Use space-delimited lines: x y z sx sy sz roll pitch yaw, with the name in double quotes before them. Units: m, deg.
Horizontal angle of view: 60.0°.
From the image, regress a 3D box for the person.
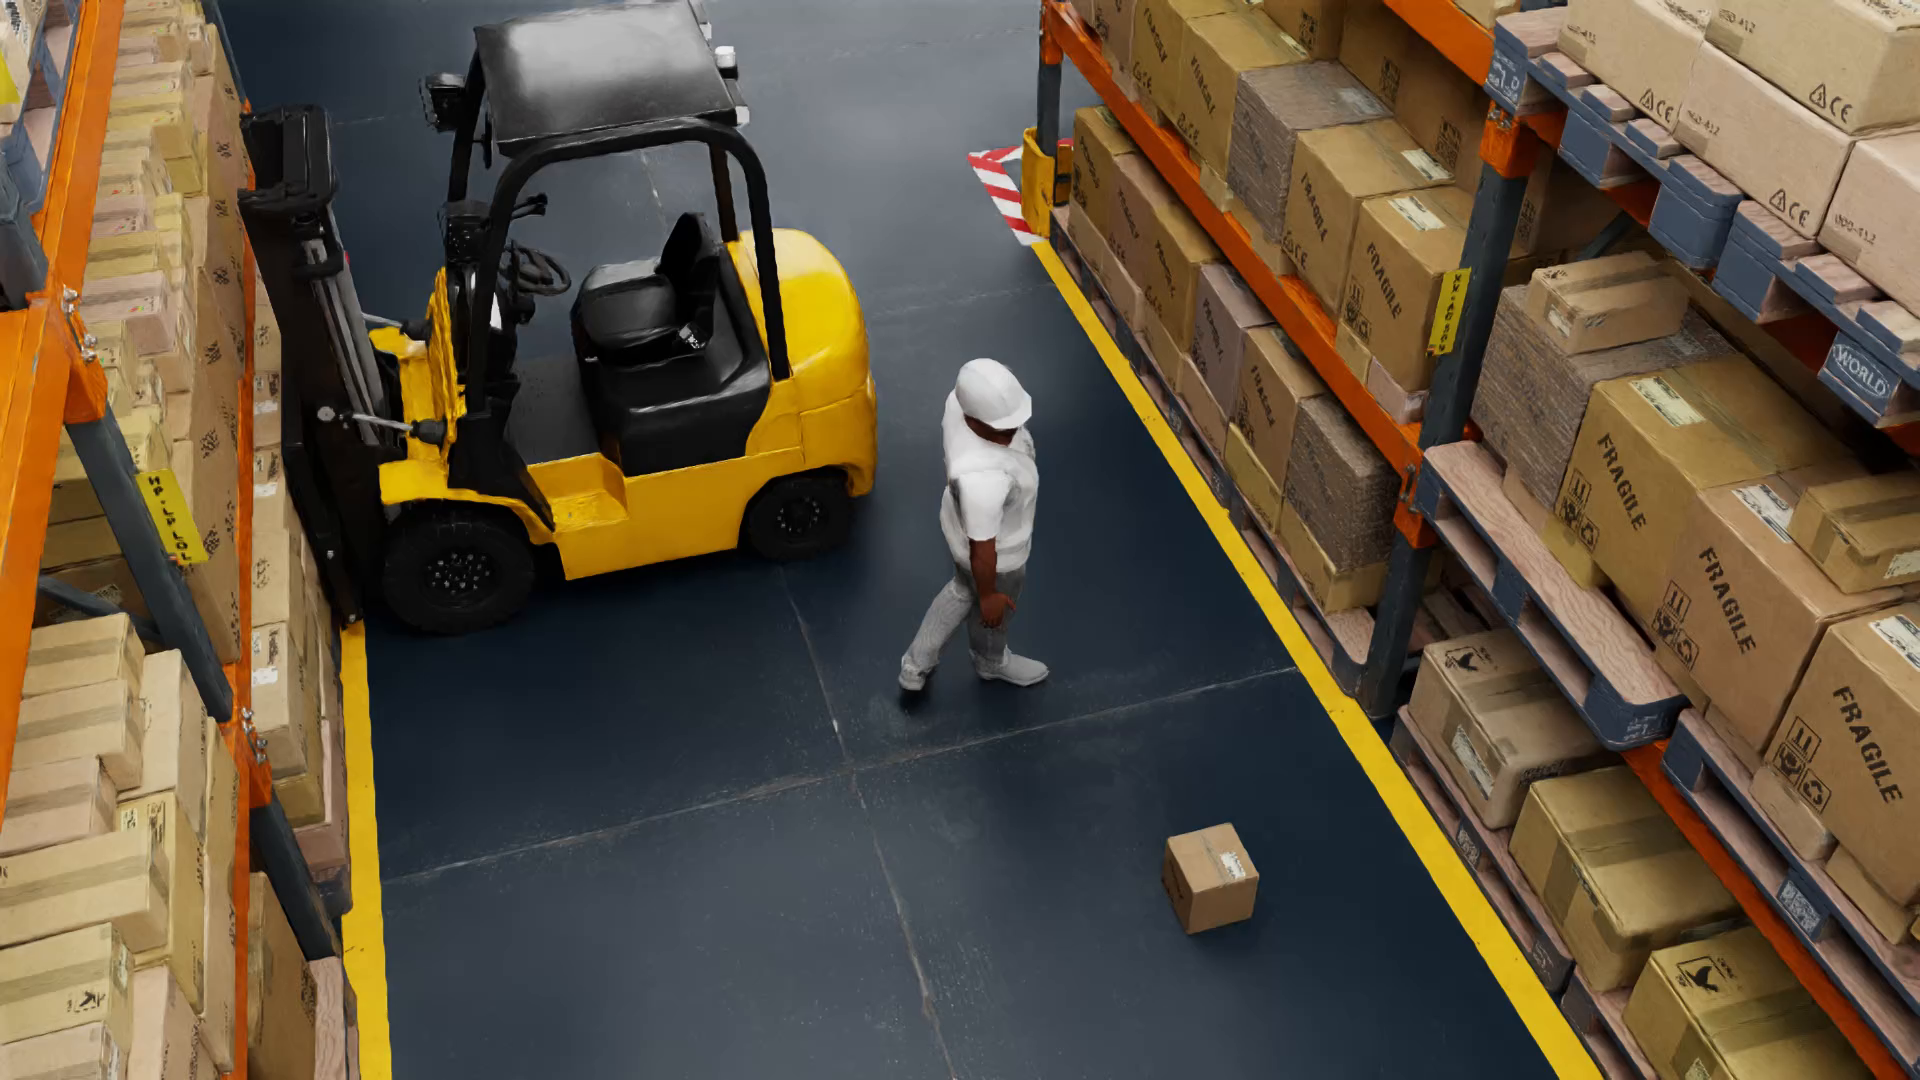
"person" 0.066 -0.012 6.173 0.628 1.744 0.618 -10 43 -10
